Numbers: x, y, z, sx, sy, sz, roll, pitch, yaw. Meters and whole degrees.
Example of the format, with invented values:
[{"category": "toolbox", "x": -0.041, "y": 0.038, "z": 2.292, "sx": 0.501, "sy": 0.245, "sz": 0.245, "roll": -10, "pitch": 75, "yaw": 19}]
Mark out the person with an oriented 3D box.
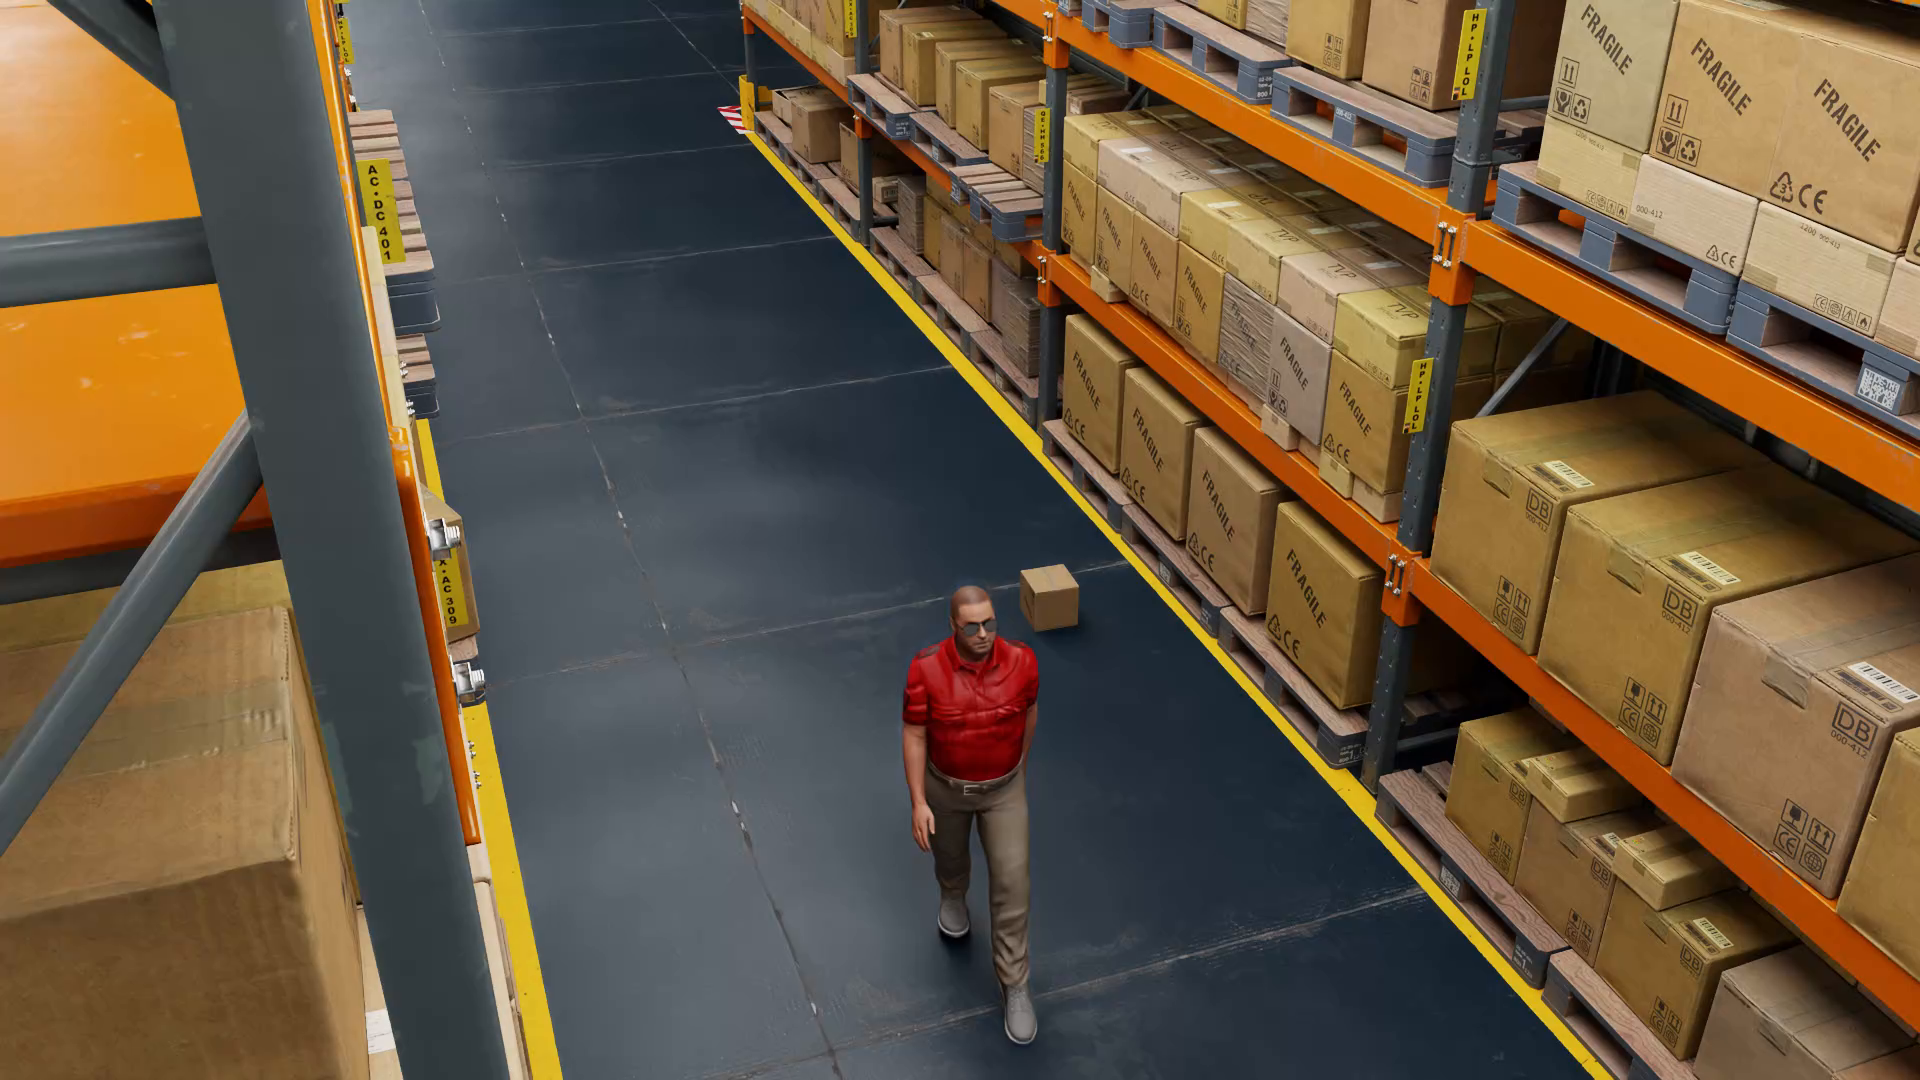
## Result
[{"category": "person", "x": 0.052, "y": 1.002, "z": 6.384, "sx": 0.534, "sy": 1.712, "sz": 0.896, "roll": -2, "pitch": 30, "yaw": -3}]
